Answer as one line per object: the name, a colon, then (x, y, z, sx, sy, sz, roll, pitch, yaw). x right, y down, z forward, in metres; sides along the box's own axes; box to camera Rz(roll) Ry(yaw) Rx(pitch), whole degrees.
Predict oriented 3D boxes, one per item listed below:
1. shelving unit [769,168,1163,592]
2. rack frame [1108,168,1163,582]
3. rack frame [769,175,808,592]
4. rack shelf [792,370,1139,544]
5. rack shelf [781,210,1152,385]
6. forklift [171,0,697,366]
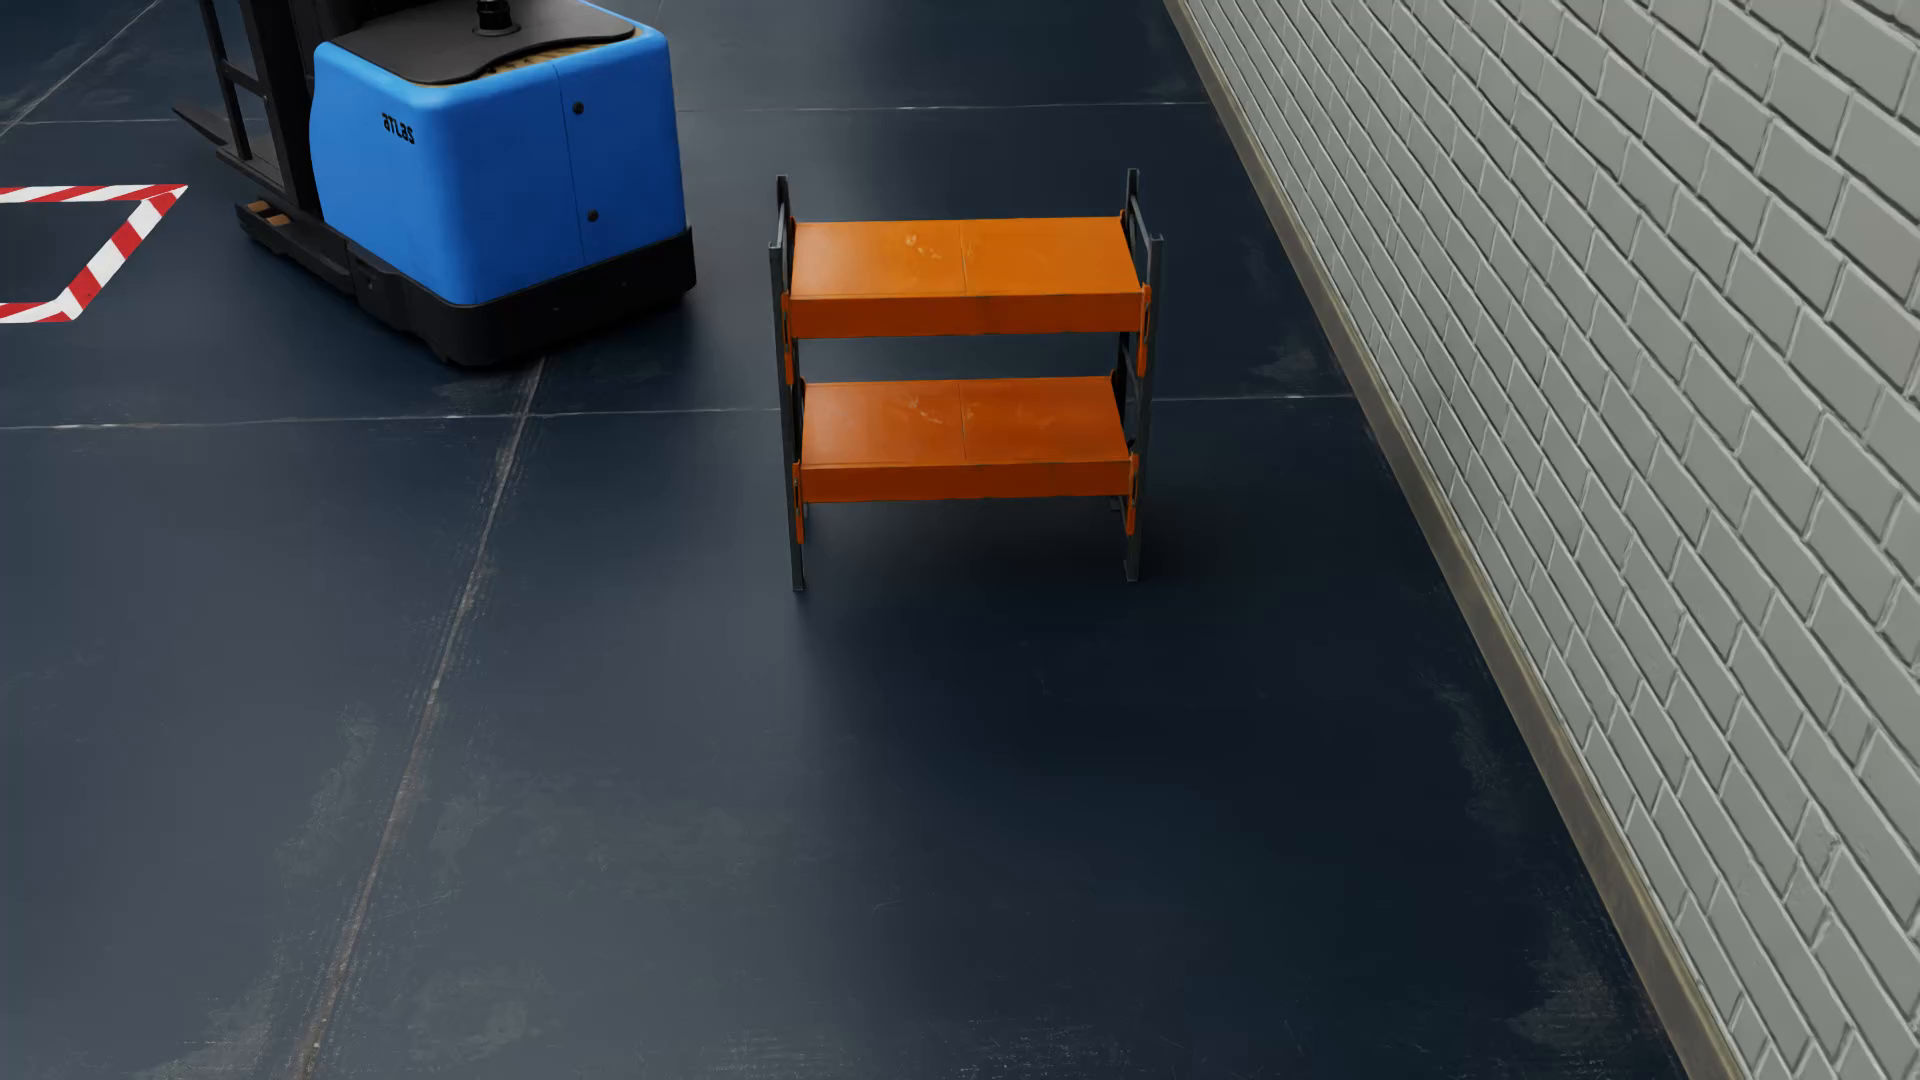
shelving unit: (0.007, -0.463, 4.930, 1.048, 1.125, 0.538, -2, 35, -2)
rack frame: (0.515, -0.476, 4.950, 0.032, 1.125, 0.500, -2, 35, -2)
rack frame: (-0.501, -0.449, 4.910, 0.032, 1.125, 0.500, -2, 35, -2)
rack shelf: (0.007, -0.262, 5.069, 1.000, 0.278, 0.538, -2, 35, -2)
rack shelf: (0.007, -0.703, 4.764, 1.000, 0.278, 0.538, -2, 35, -2)
forklift: (-2.425, -2.579, 6.401, 1.130, 2.935, 3.031, -28, 44, -35)
